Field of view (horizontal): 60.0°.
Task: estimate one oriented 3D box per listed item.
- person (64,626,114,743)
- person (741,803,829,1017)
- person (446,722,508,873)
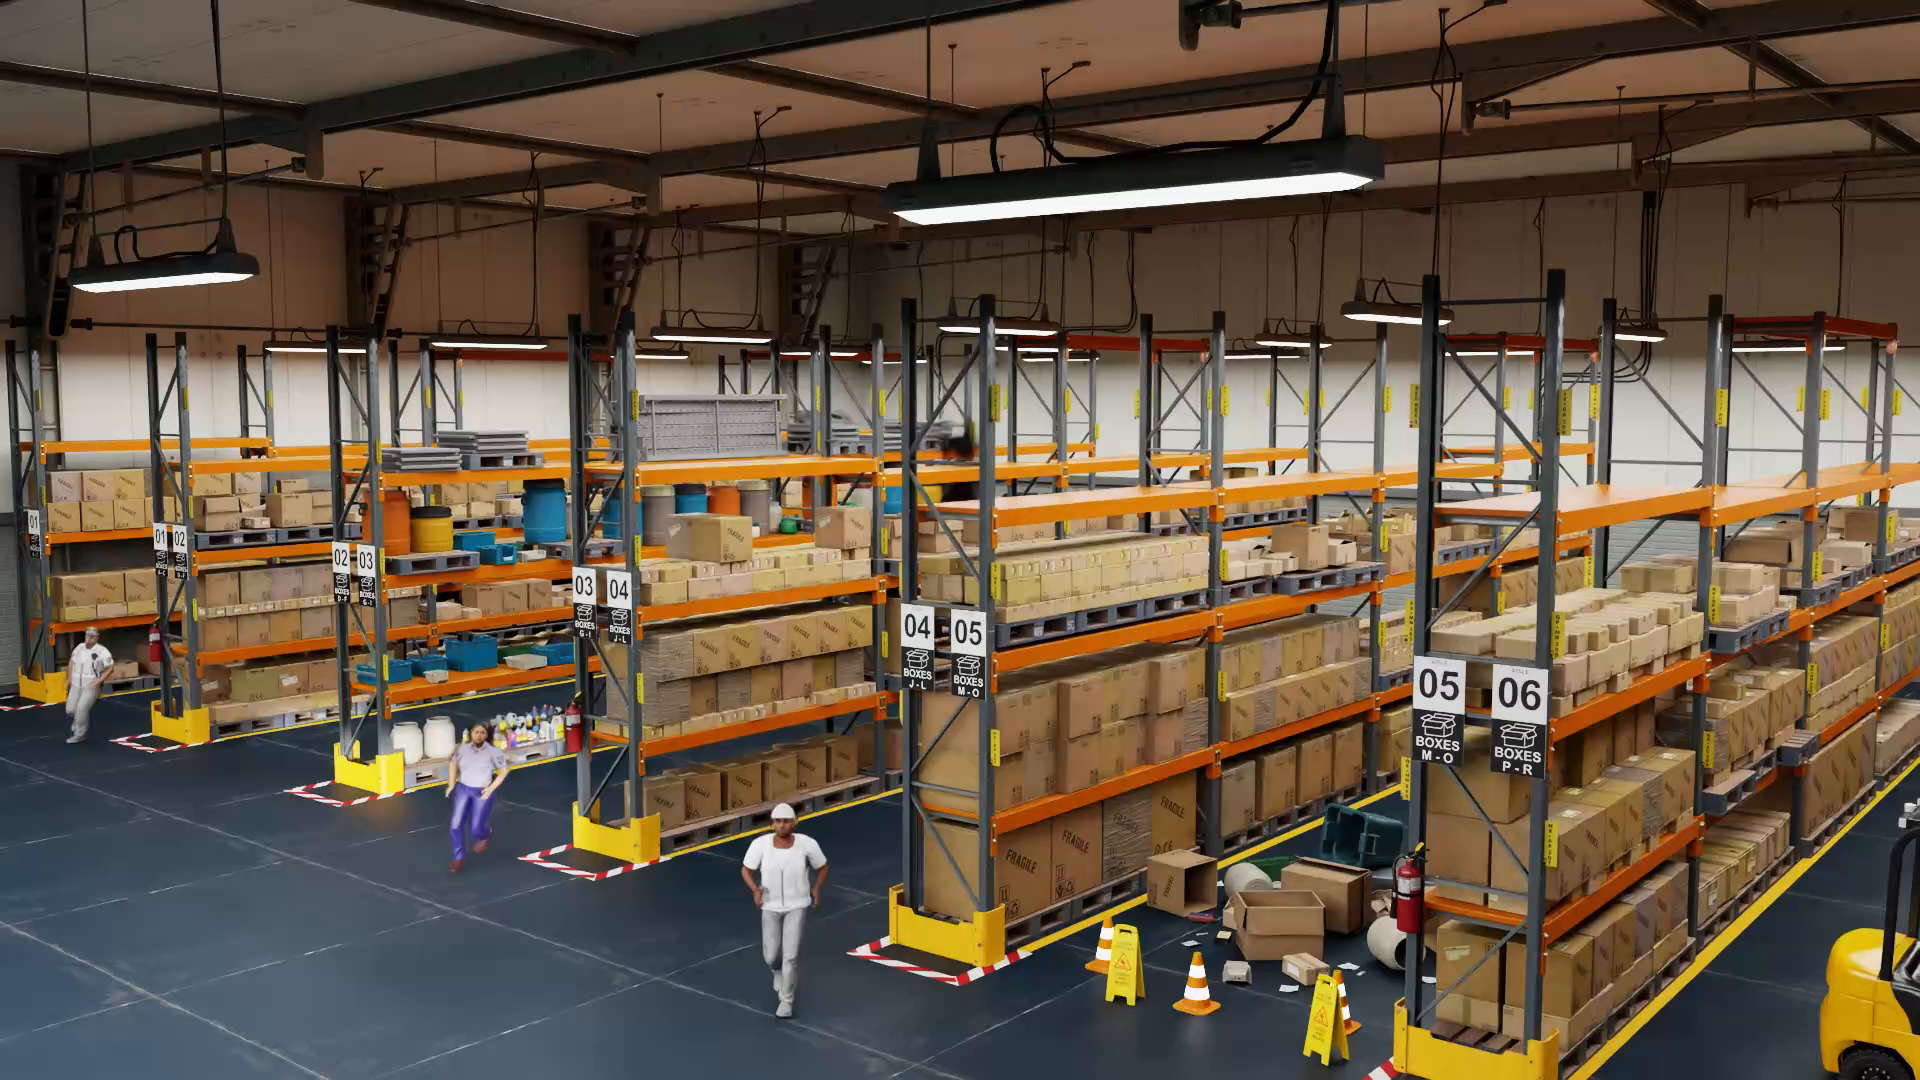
[{"bbox_3d":[-12.830,2.115,24.469,0.699,1.707,0.548,0,5,-1],"label":"person"},{"bbox_3d":[-1.467,3.054,13.899,0.733,1.738,0.687,0,5,0],"label":"person"},{"bbox_3d":[-5.238,2.769,18.075,0.649,1.597,0.621,0,5,5],"label":"person"}]
